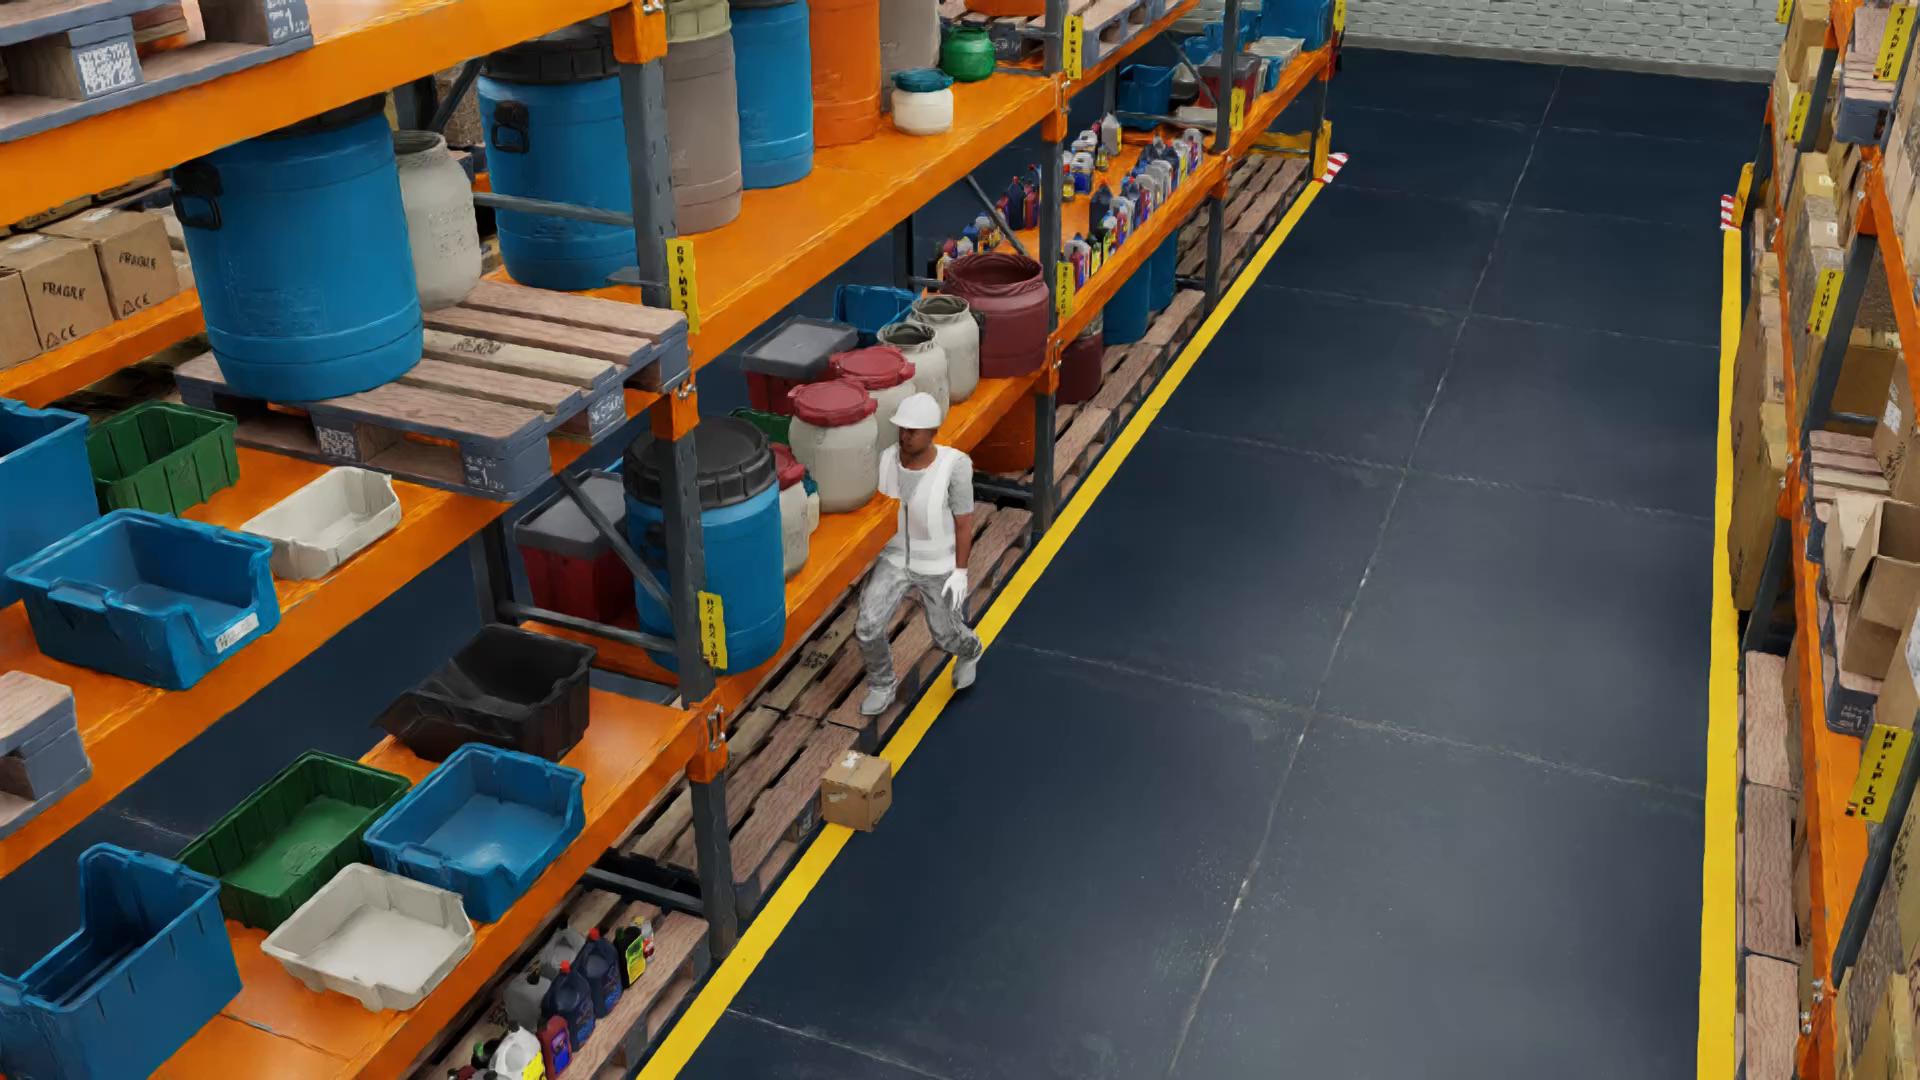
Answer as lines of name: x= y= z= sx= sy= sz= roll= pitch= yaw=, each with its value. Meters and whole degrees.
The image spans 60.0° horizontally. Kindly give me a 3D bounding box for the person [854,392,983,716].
person: x=-0.208 y=0.089 z=8.126 sx=0.557 sy=1.681 sz=0.880 roll=10 pitch=31 yaw=17
